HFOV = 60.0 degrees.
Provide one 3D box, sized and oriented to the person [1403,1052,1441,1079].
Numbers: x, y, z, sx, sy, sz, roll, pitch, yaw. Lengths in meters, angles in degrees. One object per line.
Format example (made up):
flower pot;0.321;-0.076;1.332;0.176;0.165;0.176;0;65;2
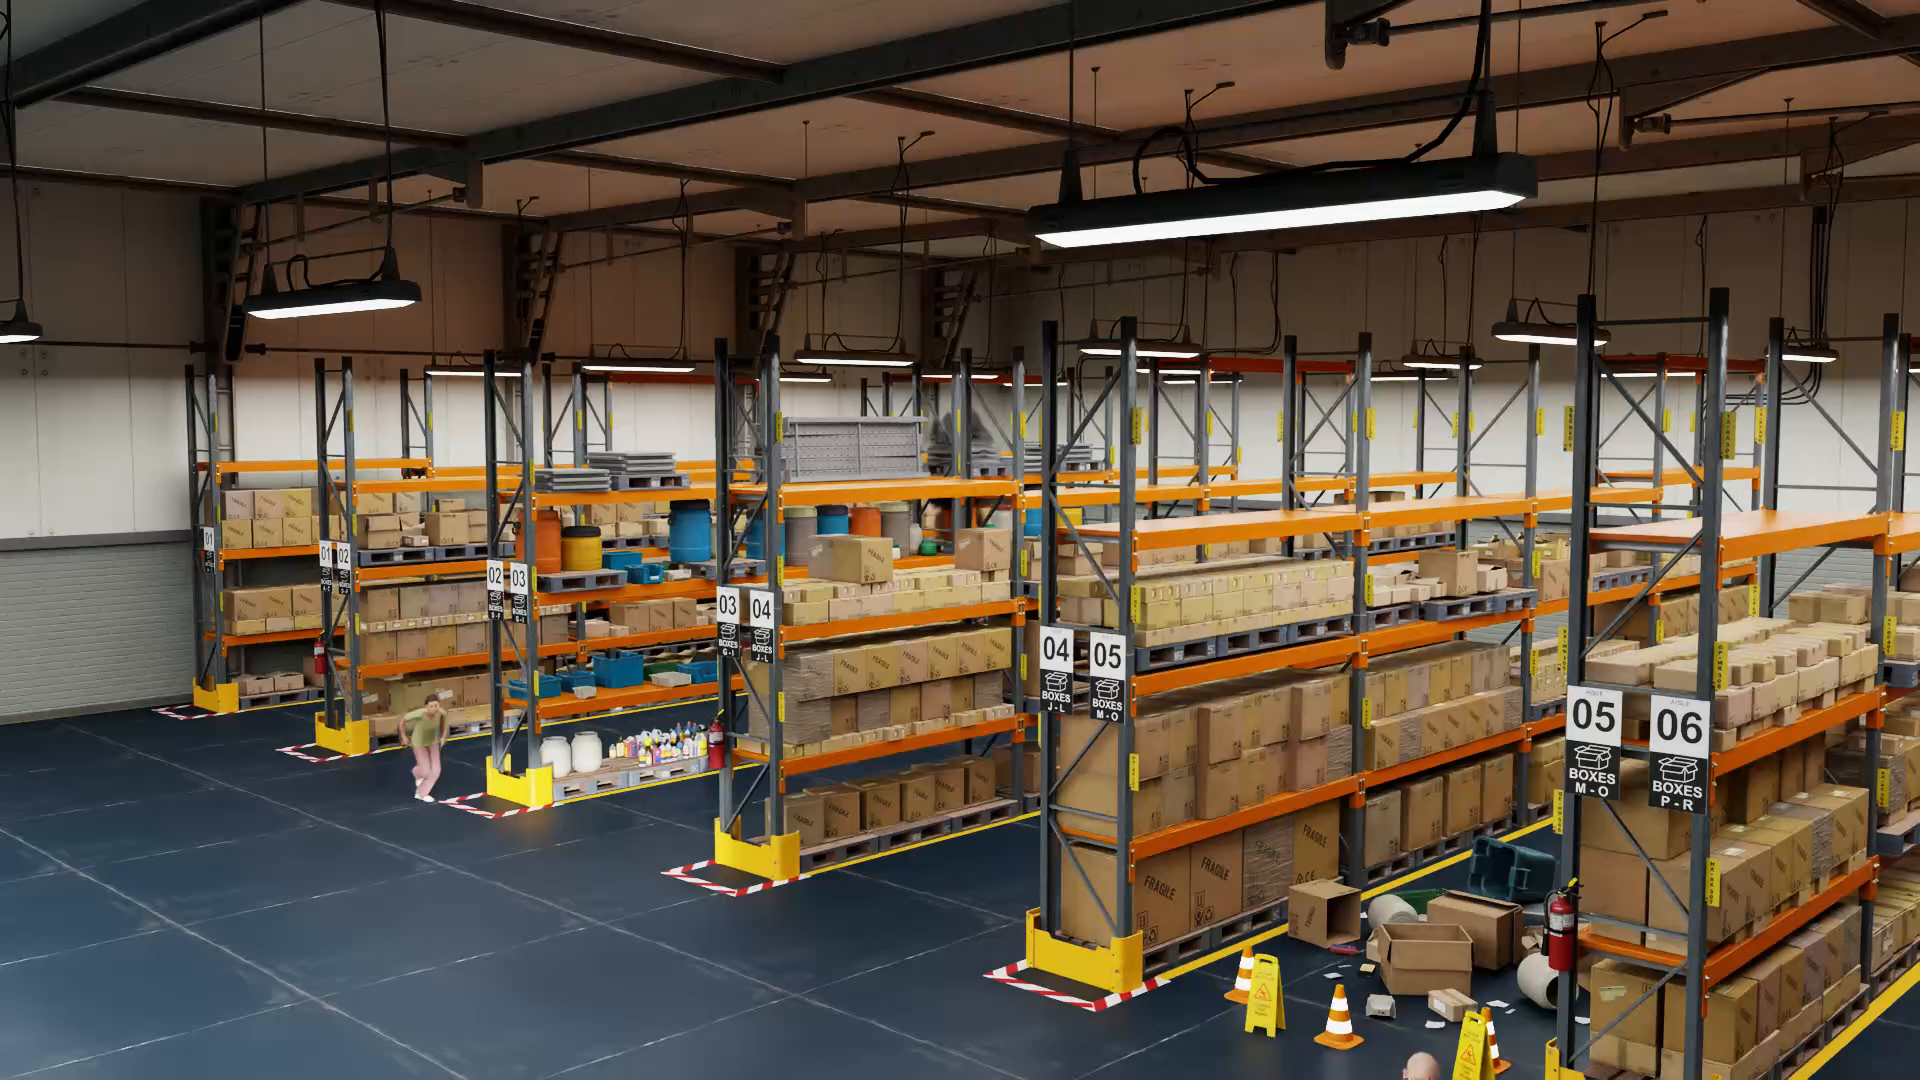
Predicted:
person;2.478;3.597;8.977;0.671;1.730;0.874;2;5;26

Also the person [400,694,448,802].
person;-7.119;2.747;22.041;0.599;1.487;0.810;-4;6;-39
